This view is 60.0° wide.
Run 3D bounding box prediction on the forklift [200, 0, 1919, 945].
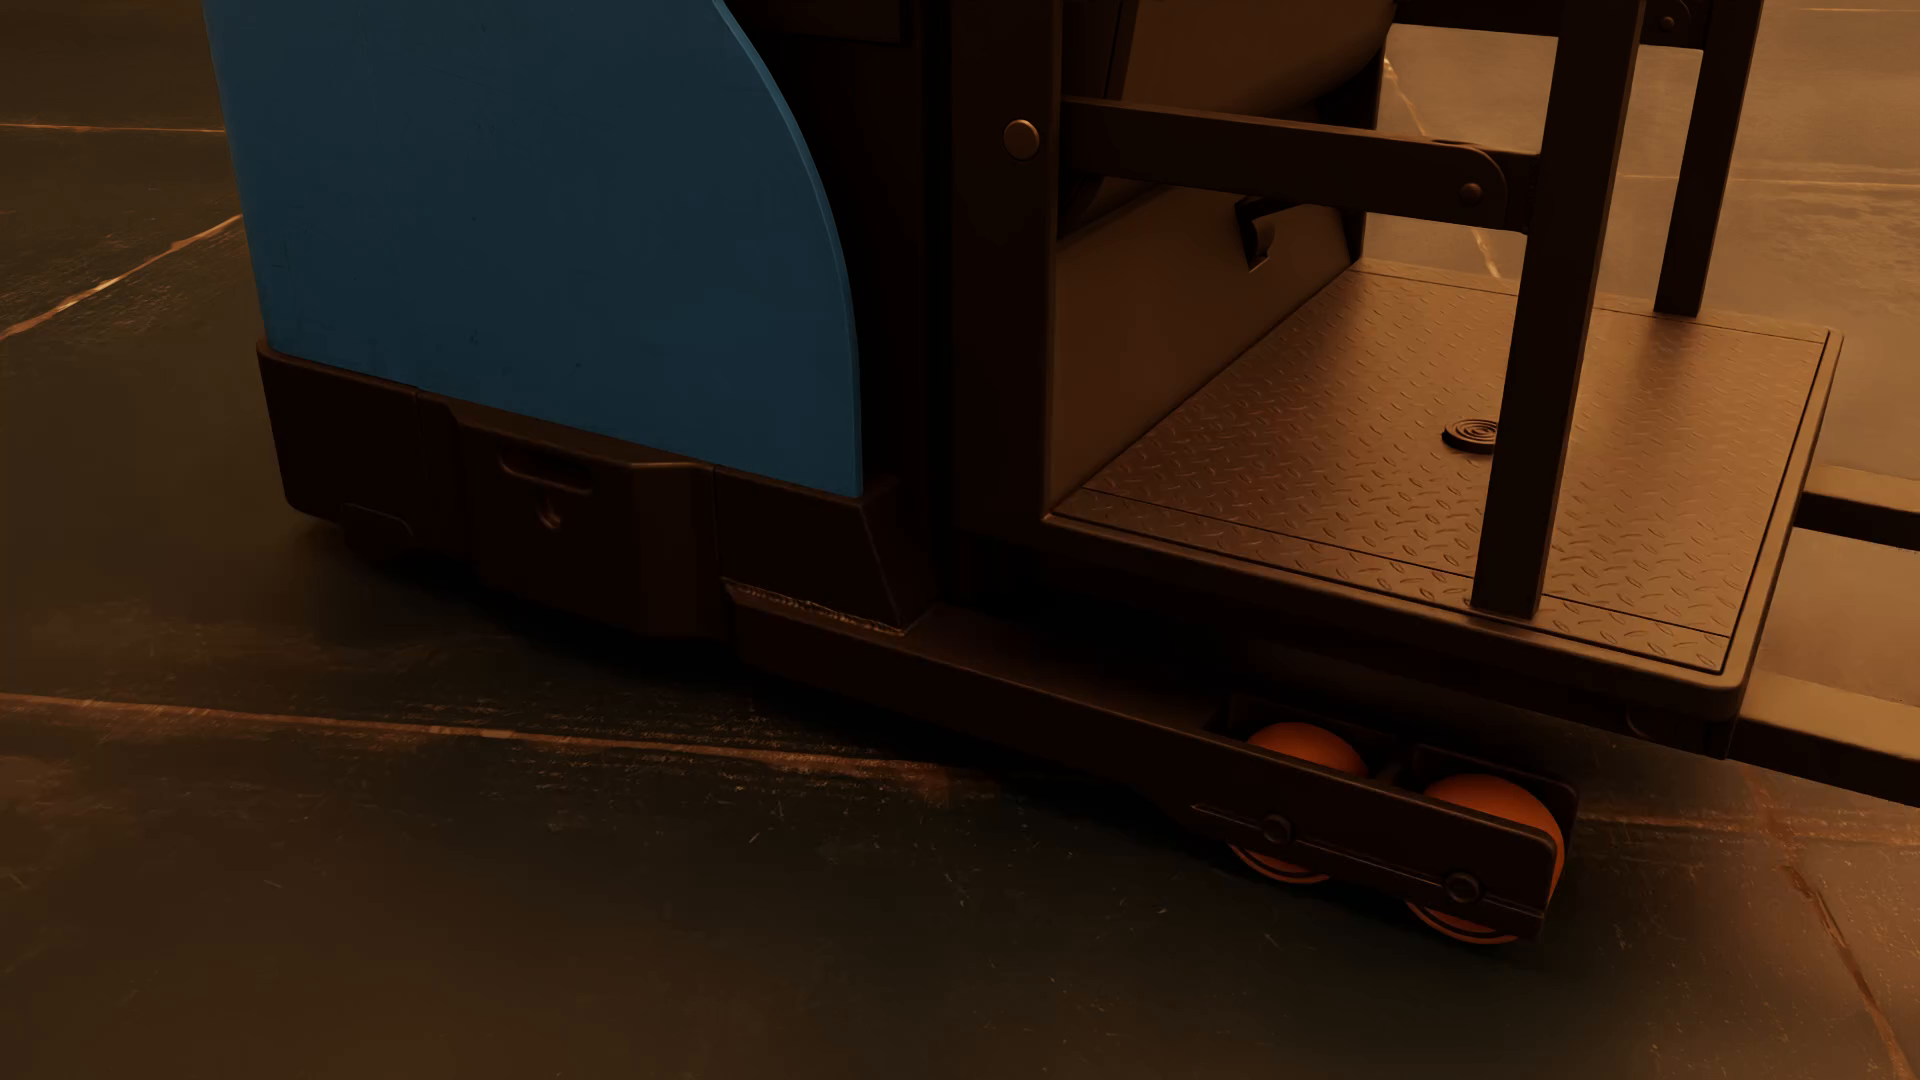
[{"bbox_3d":[0.529,-1.176,1.574,3.031,2.935,1.130,14,30,26],"label":"forklift"}]
